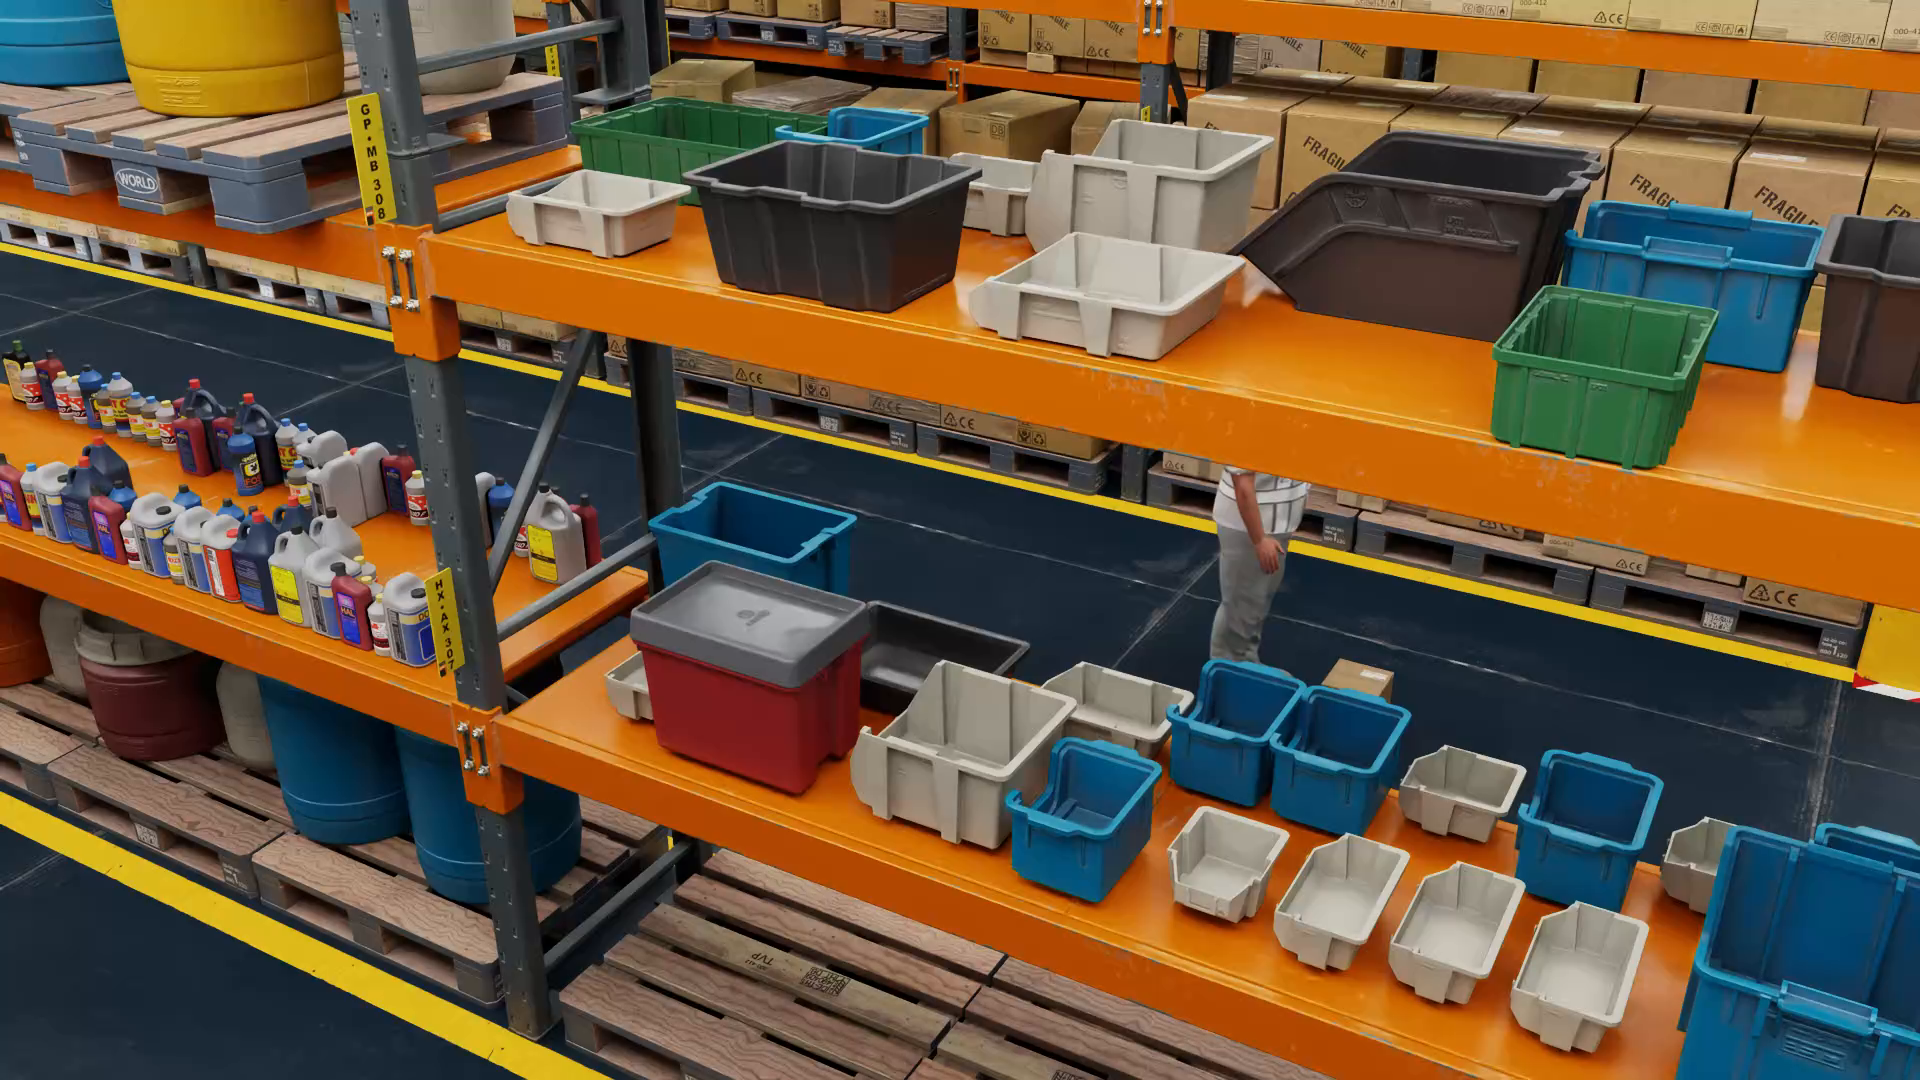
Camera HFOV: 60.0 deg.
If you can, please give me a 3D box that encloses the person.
[{"bbox_3d":[1.310,-0.101,7.238,0.392,1.773,0.532,11,29,22],"label":"person"}]
